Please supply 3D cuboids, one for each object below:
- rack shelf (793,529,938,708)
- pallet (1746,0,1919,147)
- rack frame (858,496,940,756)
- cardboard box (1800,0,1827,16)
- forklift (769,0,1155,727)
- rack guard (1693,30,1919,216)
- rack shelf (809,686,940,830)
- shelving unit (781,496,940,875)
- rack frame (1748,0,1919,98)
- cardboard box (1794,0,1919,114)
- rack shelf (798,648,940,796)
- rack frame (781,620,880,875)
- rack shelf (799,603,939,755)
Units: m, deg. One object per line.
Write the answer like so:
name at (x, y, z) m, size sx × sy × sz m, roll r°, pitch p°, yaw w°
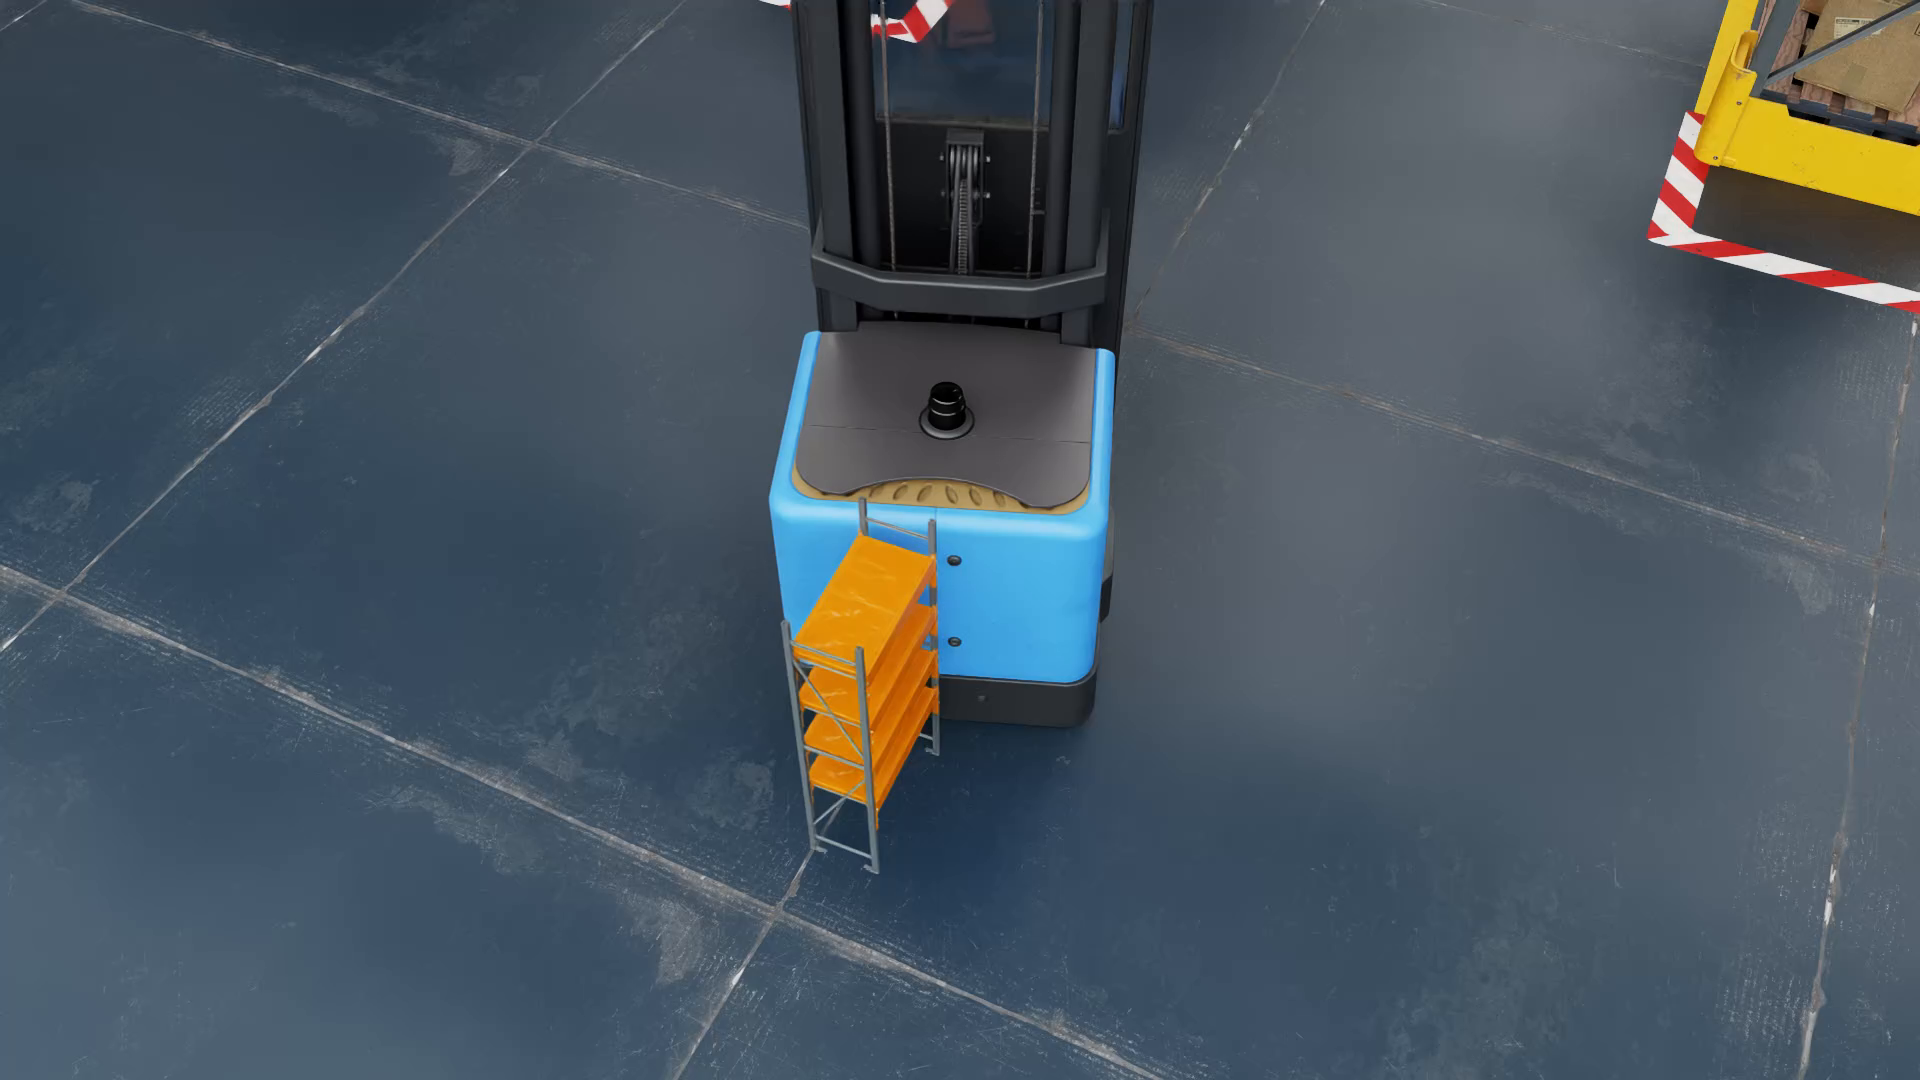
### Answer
rack shelf at (-0.275, 0.219, 4.760) m, size 0.258 × 0.148 × 0.480 m, roll 18°, pitch 52°, yaw 15°
pallet at (4.395, -2.321, 8.087) m, size 1.003 × 0.211 × 1.213 m, roll 20°, pitch 52°, yaw 16°
rack frame at (-0.181, 0.302, 5.205) m, size 0.240 × 1.200 × 0.015 m, roll 18°, pitch 52°, yaw 15°
cardboard box at (4.490, -2.798, 8.027) m, size 0.500 × 0.500 × 0.500 m, roll 33°, pitch 57°, yaw 25°
forklift at (0.058, -1.447, 5.557) m, size 1.130 × 2.935 × 3.031 m, roll 4°, pitch 50°, yaw 3°
rack guard at (4.016, -1.867, 7.510) m, size 1.175 × 0.500 × 0.348 m, roll 20°, pitch 52°, yaw 16°
rack shelf at (-0.275, 0.646, 5.262) m, size 0.258 × 0.148 × 0.480 m, roll 18°, pitch 52°, yaw 15°
shelving unit at (-0.275, 0.473, 5.059) m, size 0.258 × 1.200 × 0.503 m, roll 18°, pitch 52°, yaw 15°
rack frame at (3.984, -2.625, 6.514) m, size 1.000 × 3.000 × 0.127 m, roll 20°, pitch 52°, yaw 16°
cardboard box at (4.266, -2.375, 7.667) m, size 0.500 × 0.500 × 0.500 m, roll 29°, pitch 55°, yaw 22°
rack shelf at (-0.275, 0.517, 5.111) m, size 0.258 × 0.148 × 0.480 m, roll 18°, pitch 52°, yaw 15°
rack frame at (-0.370, 0.645, 4.914) m, size 0.240 × 1.200 × 0.015 m, roll 18°, pitch 52°, yaw 15°
rack shelf at (-0.275, 0.372, 4.940) m, size 0.258 × 0.148 × 0.480 m, roll 18°, pitch 52°, yaw 15°
